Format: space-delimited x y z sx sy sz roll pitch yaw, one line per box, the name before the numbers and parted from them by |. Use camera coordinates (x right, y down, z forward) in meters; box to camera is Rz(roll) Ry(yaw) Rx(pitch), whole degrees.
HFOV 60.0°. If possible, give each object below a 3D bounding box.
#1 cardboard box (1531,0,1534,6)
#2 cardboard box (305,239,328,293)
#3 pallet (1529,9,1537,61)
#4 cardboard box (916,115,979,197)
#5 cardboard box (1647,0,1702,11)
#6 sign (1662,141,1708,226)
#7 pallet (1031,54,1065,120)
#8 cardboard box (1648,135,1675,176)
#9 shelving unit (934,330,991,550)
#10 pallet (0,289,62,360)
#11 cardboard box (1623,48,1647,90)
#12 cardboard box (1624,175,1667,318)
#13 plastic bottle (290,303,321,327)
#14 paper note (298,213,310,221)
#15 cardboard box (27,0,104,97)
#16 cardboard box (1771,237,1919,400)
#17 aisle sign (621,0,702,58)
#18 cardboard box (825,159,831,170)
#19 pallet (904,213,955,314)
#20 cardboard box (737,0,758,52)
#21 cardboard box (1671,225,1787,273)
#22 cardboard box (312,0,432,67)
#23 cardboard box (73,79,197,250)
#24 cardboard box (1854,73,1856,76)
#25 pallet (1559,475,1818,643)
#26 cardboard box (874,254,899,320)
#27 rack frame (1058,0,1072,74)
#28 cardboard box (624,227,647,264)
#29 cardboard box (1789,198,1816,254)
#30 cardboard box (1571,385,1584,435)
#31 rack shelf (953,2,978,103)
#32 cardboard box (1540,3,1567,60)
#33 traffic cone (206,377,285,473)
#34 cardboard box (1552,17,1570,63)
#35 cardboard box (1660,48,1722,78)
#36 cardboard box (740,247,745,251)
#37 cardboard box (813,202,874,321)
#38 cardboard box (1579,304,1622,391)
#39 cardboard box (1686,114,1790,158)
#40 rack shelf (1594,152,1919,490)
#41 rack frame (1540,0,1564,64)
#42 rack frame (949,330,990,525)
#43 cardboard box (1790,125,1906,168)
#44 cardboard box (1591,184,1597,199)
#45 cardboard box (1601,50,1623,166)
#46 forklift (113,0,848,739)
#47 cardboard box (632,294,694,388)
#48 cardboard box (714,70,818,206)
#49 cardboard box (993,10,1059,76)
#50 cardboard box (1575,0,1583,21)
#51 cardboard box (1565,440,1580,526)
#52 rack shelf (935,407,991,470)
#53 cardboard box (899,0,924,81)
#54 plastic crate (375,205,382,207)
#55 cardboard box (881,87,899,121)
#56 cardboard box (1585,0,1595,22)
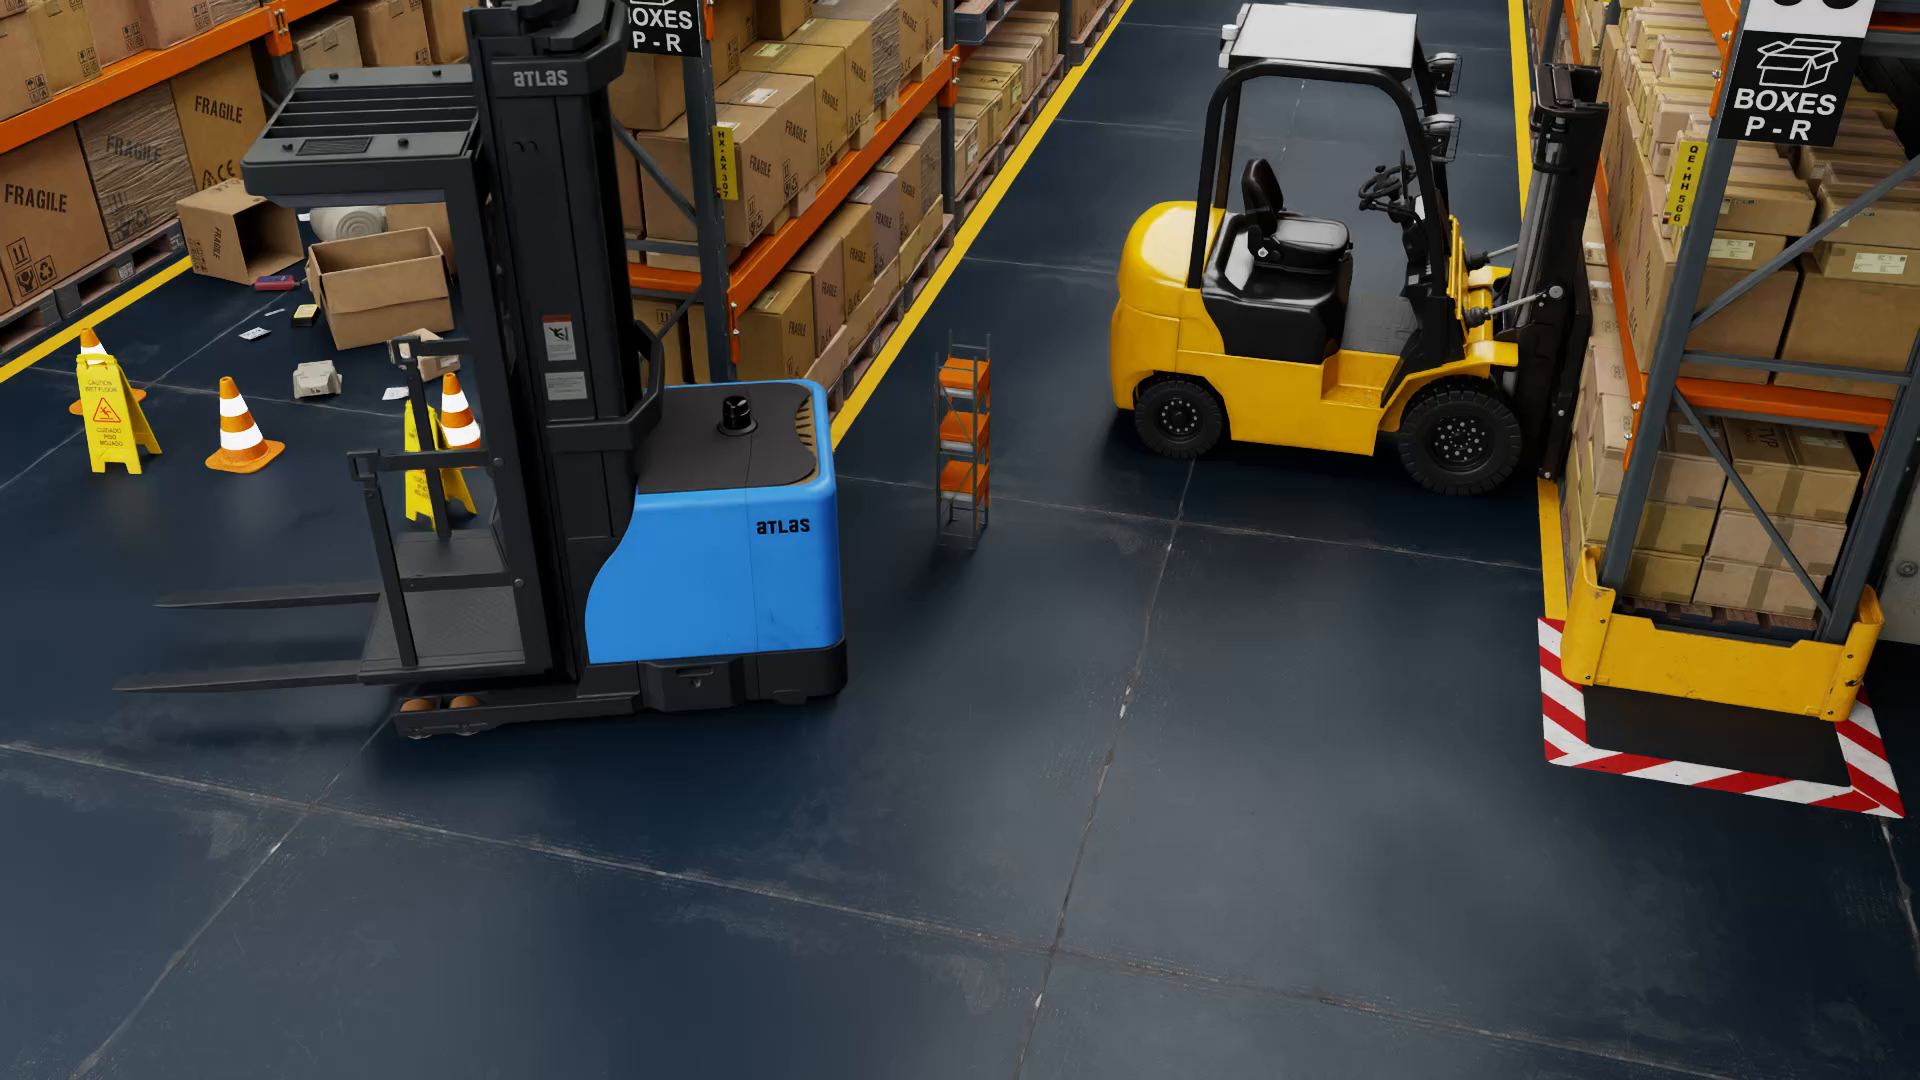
cardboard box | 5.702 -5.263 15.672 0.500 0.500 0.500 7 33 11
cardboard box | -4.002 -1.745 10.747 0.396 0.266 0.258 14 35 21
pallet | 5.821 -4.658 15.381 1.003 0.211 1.213 8 33 12
cardboard box | -0.403 -2.760 11.854 0.950 0.372 0.625 8 33 13
cardboard box | 3.866 -2.781 8.853 0.380 0.149 0.250 7 33 11
sign | 2.732 -1.340 6.261 0.100 0.325 0.005 8 33 12
pallet | 0.282 -3.913 14.209 1.003 0.211 1.213 8 33 12
cardboard box | 3.327 -1.739 7.492 0.380 0.149 0.250 7 33 11
shelving unit | 0.014 -0.471 8.012 0.215 1.050 0.252 8 33 12
pallet | -6.235 -1.214 9.963 1.003 0.211 1.213 8 33 12
cardboard box | 3.627 -2.405 8.539 0.380 0.149 0.250 8 33 12
cardboard box | 3.265 -1.271 7.361 0.500 0.500 0.500 9 34 14
plastic bottle | -4.096 -1.424 10.433 0.133 0.061 0.283 -3 33 -4
paper note | -4.642 -2.316 11.864 0.147 0.020 0.142 -14 35 -21
cardboard box | -5.836 -3.070 10.143 0.875 0.550 0.500 8 33 12
cardboard box | 3.648 -0.932 6.826 0.500 0.500 0.500 9 34 14
aisle sign | -1.265 -2.367 6.754 0.394 0.787 0.004 8 33 12
cardboard box | -0.915 -2.055 8.921 0.380 0.149 0.250 9 34 14
pallet | -0.670 -1.890 11.026 1.003 0.211 1.213 8 33 12
cardboard box | -1.465 -2.769 8.507 0.700 0.500 0.500 8 33 12
cardboard box | 3.070 -1.204 6.650 0.380 0.149 0.250 8 33 13
cardboard box | -5.028 -4.103 13.614 1.050 0.750 0.750 8 33 12
cardboard box | -5.800 -2.537 11.033 0.875 0.875 0.875 8 33 13
cardboard box | 4.029 -2.193 7.929 0.380 0.149 0.250 9 34 14
pallet | 3.407 0.104 7.889 1.003 0.211 1.213 8 33 12
cardboard box | -0.683 -1.552 10.067 0.500 0.250 0.500 9 33 13
rack frame | 0.481 -5.495 14.098 1.000 3.000 0.127 8 33 12
cardboard box | -1.661 -1.461 7.987 0.380 0.149 0.250 9 34 14
cardboard box | 3.591 -1.263 6.744 0.380 0.149 0.250 8 33 12
cardboard box | 3.323 -0.723 8.296 0.500 0.250 0.500 7 33 11
rack shelf | -0.026 -4.154 12.659 1.077 0.370 4.000 8 33 12
cardboard box | 5.183 -4.193 13.987 0.500 0.500 0.500 9 34 14
traffic cone | -3.847 -0.647 8.836 0.336 0.463 0.334 8 33 12
cardboard box | 5.112 -3.675 13.057 0.875 0.625 0.625 9 34 14
cardboard box | 3.604 -2.251 8.020 0.380 0.149 0.250 8 33 13
cardboard box | -1.212 -1.519 8.078 0.380 0.149 0.250 9 33 13
cardboard box | -0.807 -1.602 9.446 0.500 0.500 0.500 9 33 13
cardboard box | 3.311 -0.919 8.140 0.500 0.250 0.500 8 33 13
cardboard box | 3.348 -1.717 7.180 0.380 0.149 0.250 8 33 13
rack shelf | 3.761 -1.404 8.334 1.077 0.370 4.000 8 33 12
rack frame | 5.284 -4.821 13.038 1.000 3.000 0.127 8 33 12
rack frame | 0.045 -0.534 8.112 0.200 1.050 0.008 8 33 12
cardboard box | 3.775 -1.653 7.080 0.380 0.149 0.250 8 33 13
cardboard box | 3.842 -1.976 9.802 0.500 0.250 0.500 8 33 12
cardboard box | 3.787 -2.321 9.011 0.500 0.500 0.500 9 33 13
forklift | -2.037 -0.707 6.630 3.031 2.935 1.130 -4 33 -6
cardboard box | -1.598 -1.128 8.702 0.500 0.500 0.500 8 33 13
cardboard box | -1.032 -1.989 8.212 0.500 0.500 0.500 9 34 14
cardboard box | 0.328 -4.272 14.232 0.950 0.372 0.625 6 33 9
cardboard box | 4.545 -3.764 11.514 0.500 0.250 0.500 9 34 14
cardboard box | 3.202 -0.231 7.988 0.500 0.250 0.500 8 33 12
rack shelf | 0.014 -0.462 8.018 0.215 0.259 0.240 8 33 12
cardboard box | -0.530 -3.055 9.889 0.500 0.500 0.500 9 34 14
plastic crate | -4.124 -2.610 12.127 0.662 0.188 0.450 -28 32 -37
cardboard box | -0.575 -2.578 9.743 0.380 0.149 0.250 8 33 12
cardboard box | 4.269 -3.451 10.556 0.500 0.250 0.500 7 33 11
